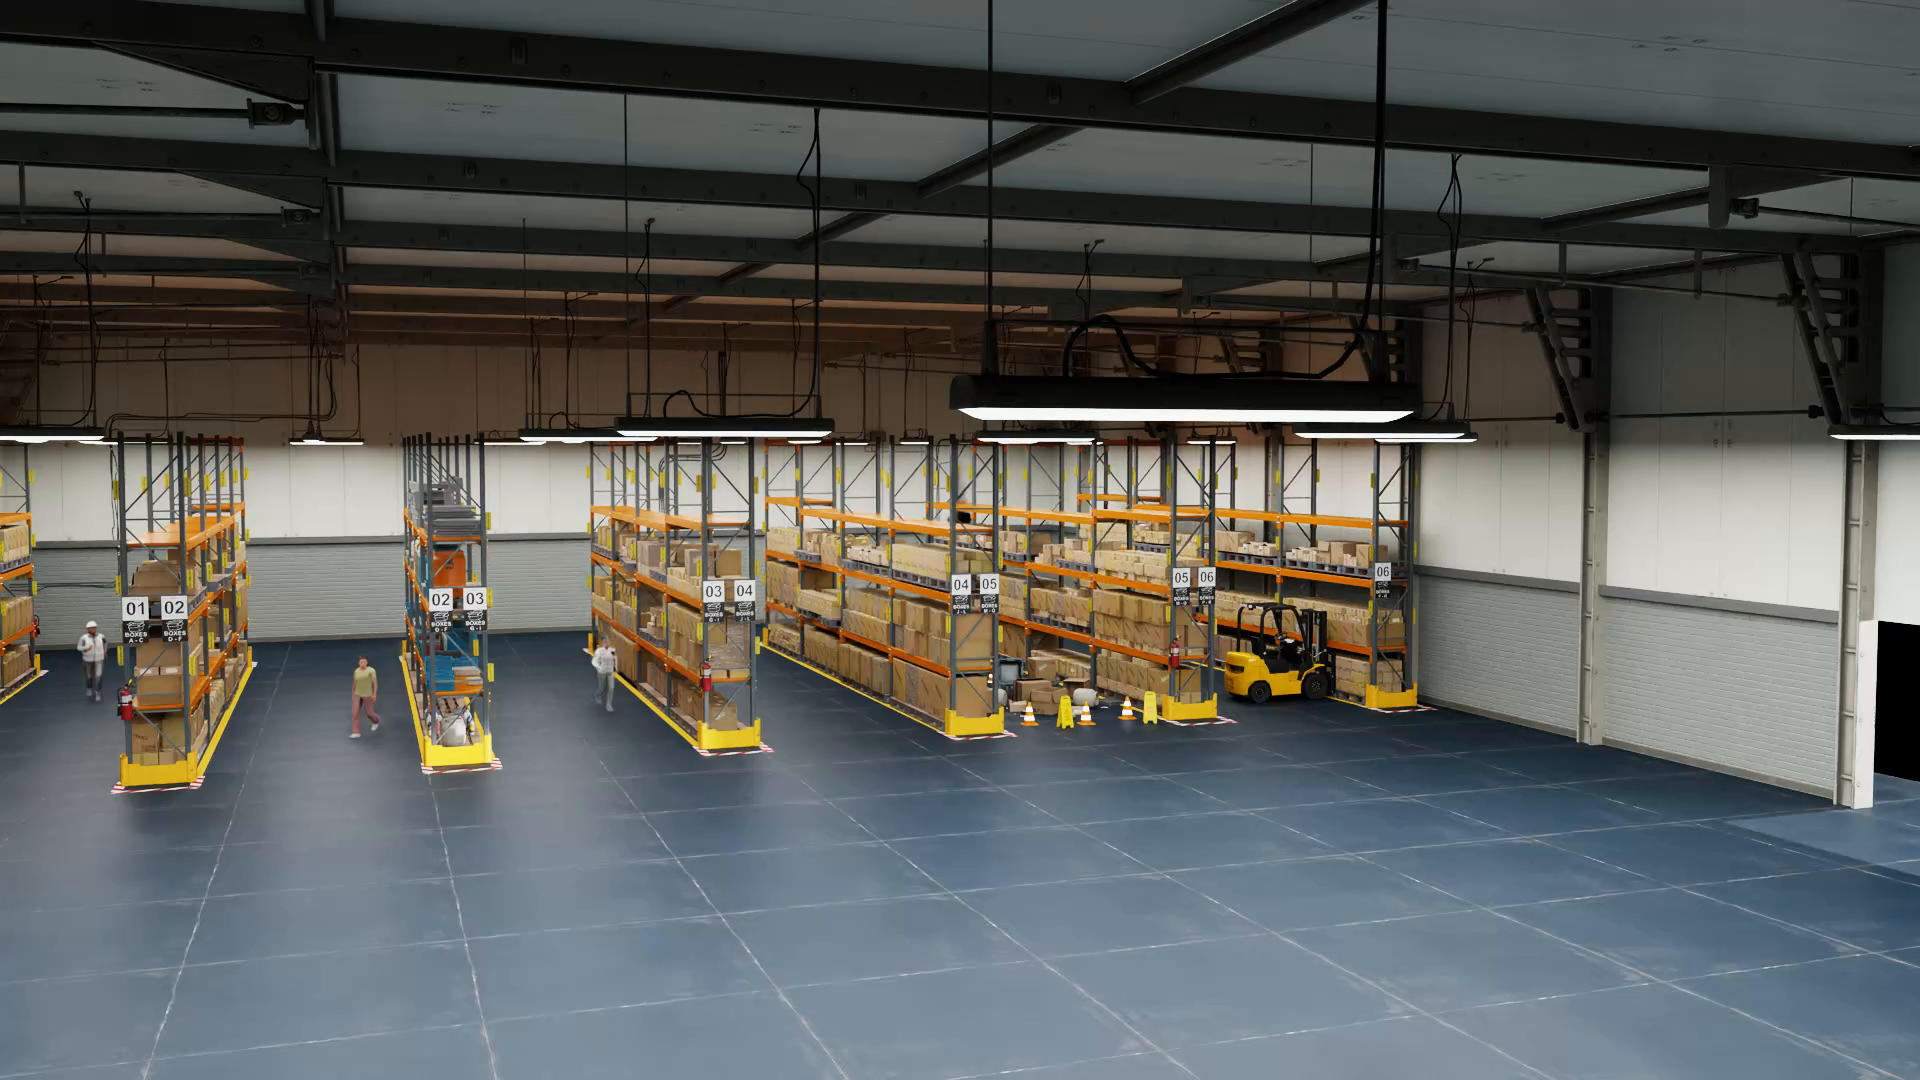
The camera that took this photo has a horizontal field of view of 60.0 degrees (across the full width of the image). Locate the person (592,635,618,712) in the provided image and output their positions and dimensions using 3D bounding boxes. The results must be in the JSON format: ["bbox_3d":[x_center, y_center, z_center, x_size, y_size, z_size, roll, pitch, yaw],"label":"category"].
[{"bbox_3d":[-7.740,2.883,36.251,0.610,1.655,0.873,-2,4,-29],"label":"person"}]

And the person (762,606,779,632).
[{"bbox_3d":[-5.653,2.121,49.851,0.660,1.677,0.595,2,4,29],"label":"person"}]

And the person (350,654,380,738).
[{"bbox_3d":[-11.793,3.064,32.936,0.533,1.632,0.848,0,3,3],"label":"person"}]

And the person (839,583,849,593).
[{"bbox_3d":[-3.415,2.143,48.850,0.644,1.831,0.855,-3,4,-38],"label":"person"}]

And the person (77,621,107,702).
[{"bbox_3d":[-19.608,2.724,37.601,0.644,1.783,0.948,-2,4,-33],"label":"person"}]
